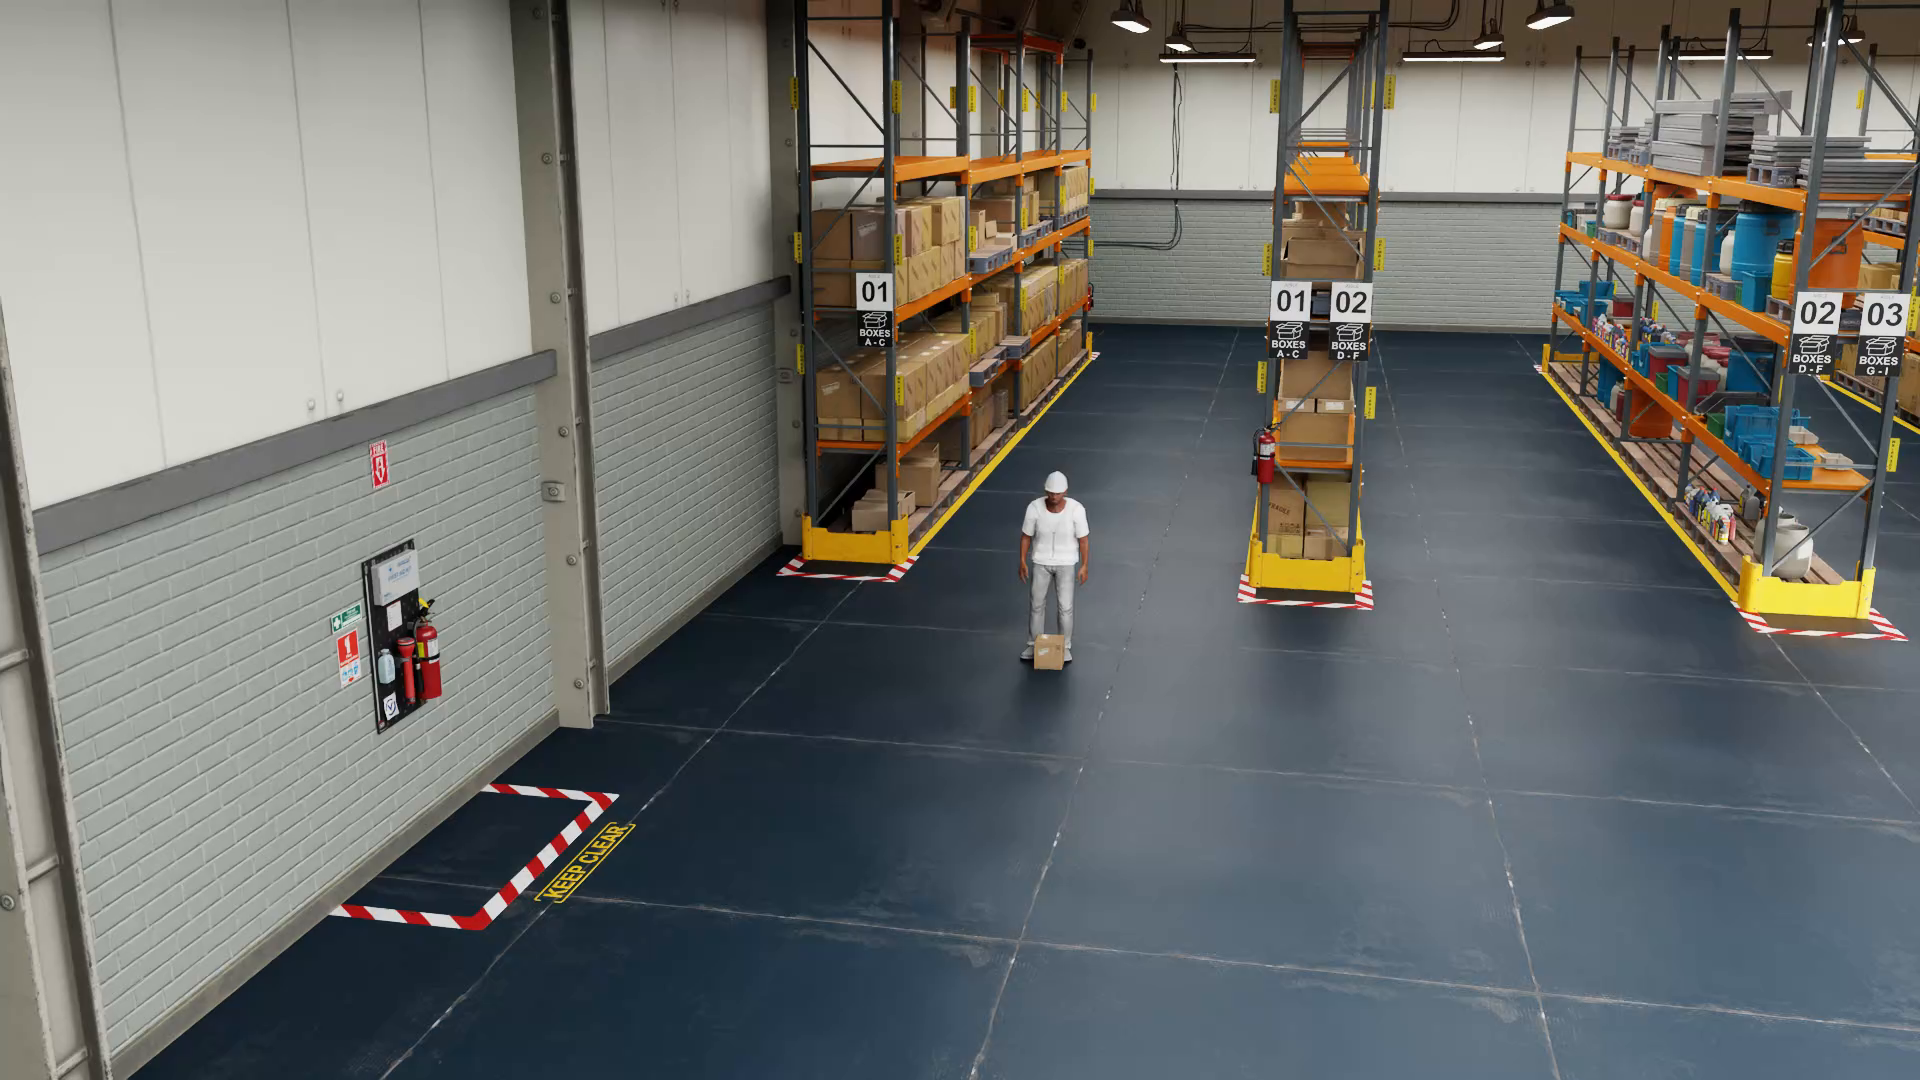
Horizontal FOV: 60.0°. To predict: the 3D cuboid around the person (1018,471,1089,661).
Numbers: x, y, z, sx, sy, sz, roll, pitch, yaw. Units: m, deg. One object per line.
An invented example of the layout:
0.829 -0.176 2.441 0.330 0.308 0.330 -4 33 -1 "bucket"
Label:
0.848 0.229 15.091 0.635 1.760 0.462 3 15 10 "person"
